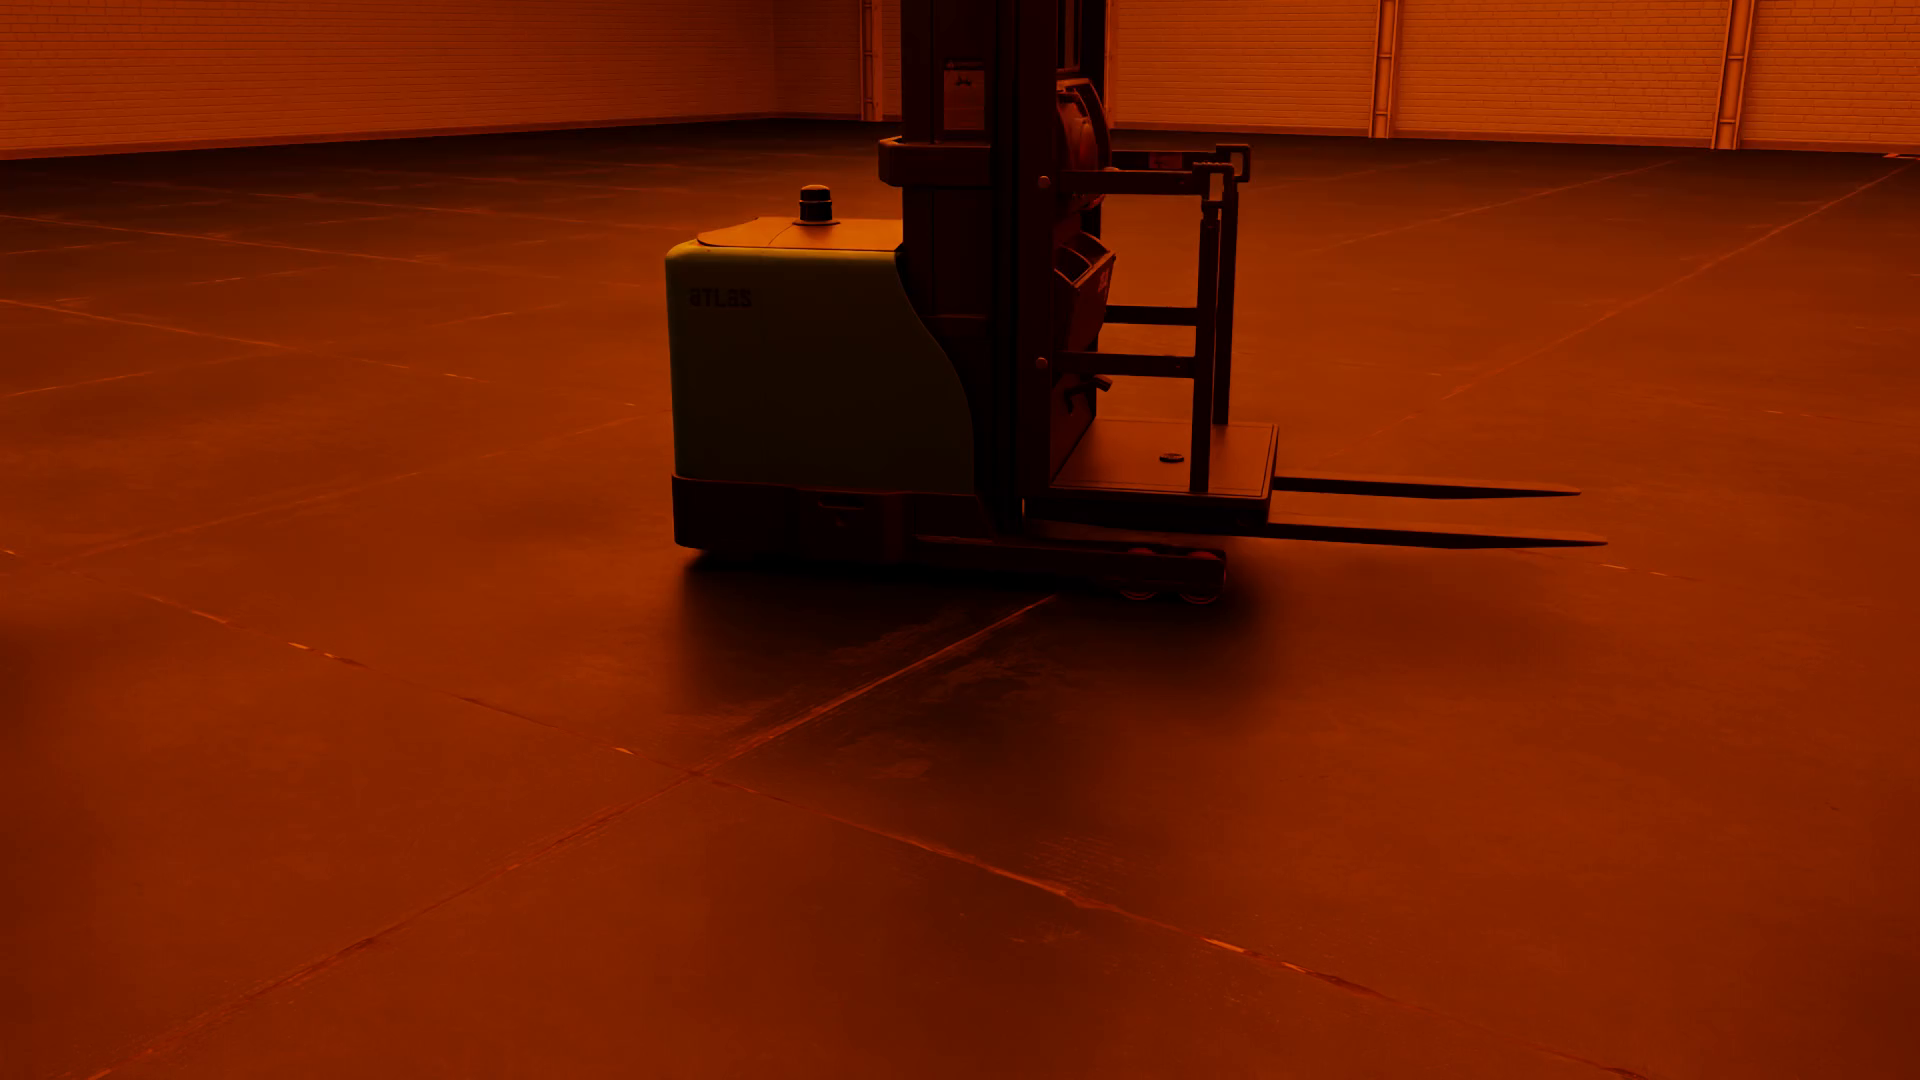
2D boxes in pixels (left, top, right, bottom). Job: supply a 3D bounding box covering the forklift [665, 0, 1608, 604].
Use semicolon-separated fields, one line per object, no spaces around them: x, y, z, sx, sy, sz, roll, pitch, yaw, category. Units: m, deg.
0.595;-1.367;5.404;3.031;2.935;1.130;4;17;12;forklift
